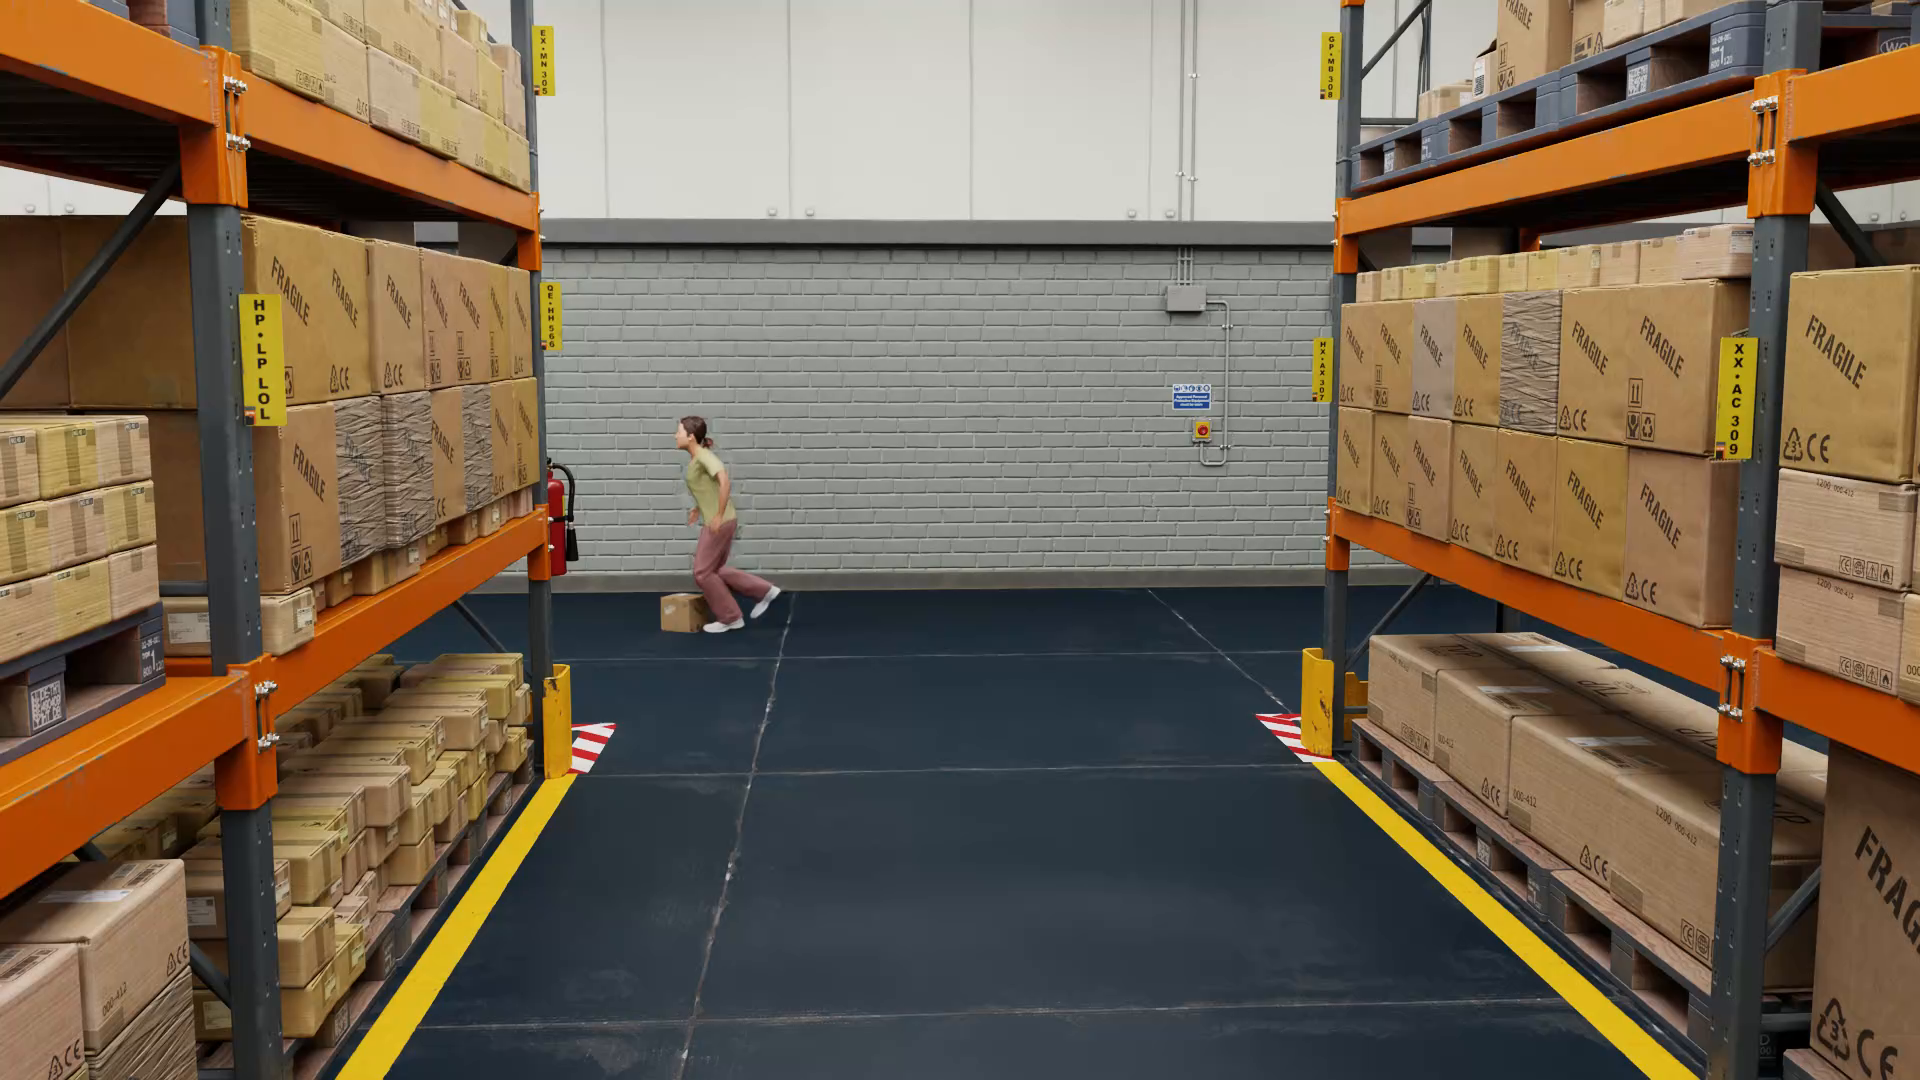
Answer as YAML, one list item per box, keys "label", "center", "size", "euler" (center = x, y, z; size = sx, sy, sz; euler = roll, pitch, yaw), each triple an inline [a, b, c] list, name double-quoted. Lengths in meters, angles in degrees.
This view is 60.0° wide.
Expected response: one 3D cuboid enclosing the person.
- label: "person"
  center: [-1.684, -0.111, 12.099]
  size: [0.752, 1.581, 0.585]
  euler: [-1, 7, -9]
